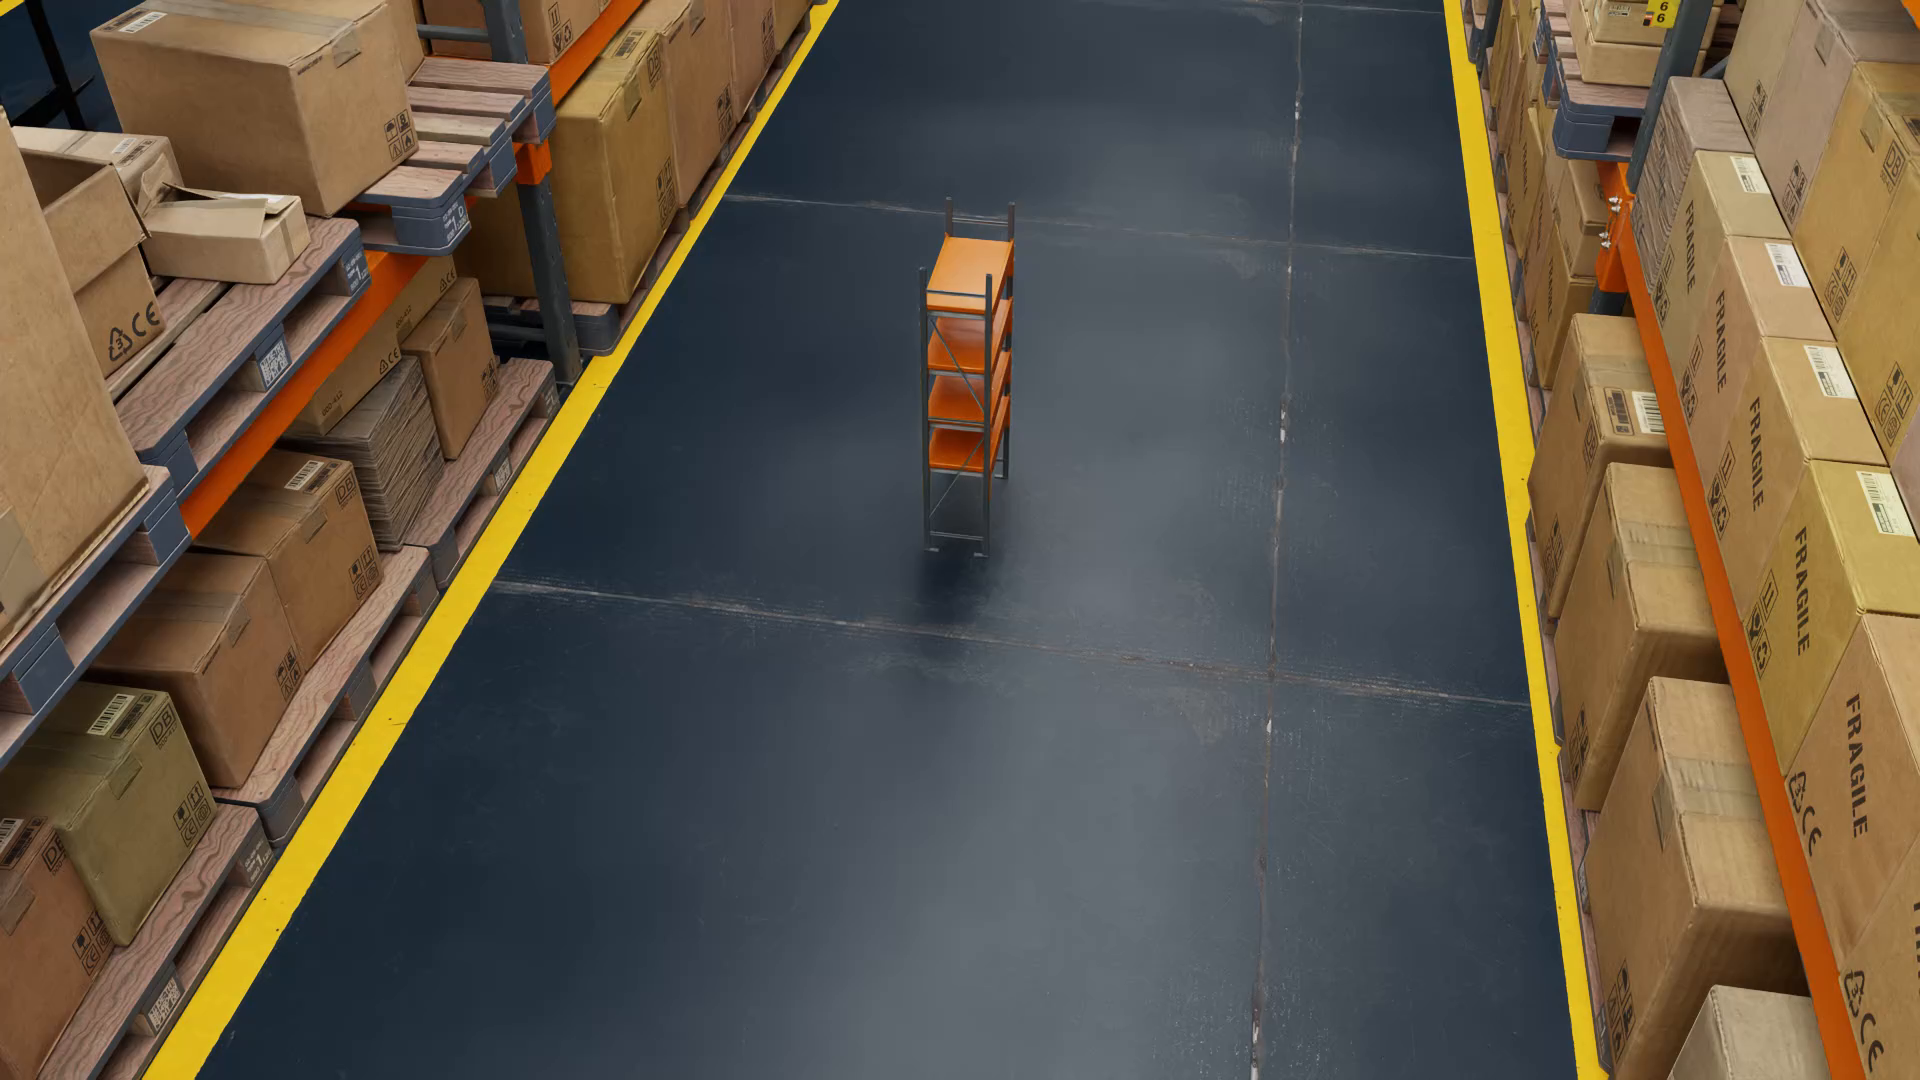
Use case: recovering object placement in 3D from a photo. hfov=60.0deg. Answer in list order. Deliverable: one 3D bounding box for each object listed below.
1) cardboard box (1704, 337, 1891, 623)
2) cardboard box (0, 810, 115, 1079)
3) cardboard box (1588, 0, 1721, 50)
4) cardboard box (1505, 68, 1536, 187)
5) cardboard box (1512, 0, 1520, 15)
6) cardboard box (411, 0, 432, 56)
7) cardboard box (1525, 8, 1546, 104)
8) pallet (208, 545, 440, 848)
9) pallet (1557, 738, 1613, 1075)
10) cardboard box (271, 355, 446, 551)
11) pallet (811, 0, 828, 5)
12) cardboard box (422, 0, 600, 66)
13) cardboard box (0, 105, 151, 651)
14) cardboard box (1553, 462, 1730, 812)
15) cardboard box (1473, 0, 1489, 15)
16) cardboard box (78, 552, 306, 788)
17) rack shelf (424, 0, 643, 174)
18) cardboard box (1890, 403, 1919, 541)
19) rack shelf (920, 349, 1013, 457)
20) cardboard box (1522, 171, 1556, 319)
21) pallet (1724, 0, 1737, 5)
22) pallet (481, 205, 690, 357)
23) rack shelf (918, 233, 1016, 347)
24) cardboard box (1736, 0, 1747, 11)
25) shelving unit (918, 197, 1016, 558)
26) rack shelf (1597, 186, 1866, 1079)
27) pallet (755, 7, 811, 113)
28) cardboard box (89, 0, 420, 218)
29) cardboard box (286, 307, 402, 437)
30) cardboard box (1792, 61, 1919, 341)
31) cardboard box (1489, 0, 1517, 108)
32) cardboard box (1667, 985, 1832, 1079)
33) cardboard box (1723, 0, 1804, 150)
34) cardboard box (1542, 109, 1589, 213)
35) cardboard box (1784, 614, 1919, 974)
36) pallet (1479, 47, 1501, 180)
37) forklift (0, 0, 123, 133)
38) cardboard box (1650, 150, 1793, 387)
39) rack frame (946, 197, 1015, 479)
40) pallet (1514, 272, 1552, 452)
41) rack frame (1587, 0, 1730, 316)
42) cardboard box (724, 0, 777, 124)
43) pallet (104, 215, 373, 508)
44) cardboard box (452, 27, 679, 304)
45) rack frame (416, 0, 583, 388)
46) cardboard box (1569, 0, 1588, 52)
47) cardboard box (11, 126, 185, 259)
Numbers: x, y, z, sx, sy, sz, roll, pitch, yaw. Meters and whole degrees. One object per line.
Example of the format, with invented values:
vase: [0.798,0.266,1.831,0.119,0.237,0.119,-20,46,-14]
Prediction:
cardboard box: [2.146,-0.121,3.964,0.500,0.500,0.500,6,40,7]
cardboard box: [-2.681,1.028,4.269,0.700,0.500,0.500,4,40,4]
cardboard box: [2.388,-1.823,5.735,0.380,0.149,0.250,7,40,9]
cardboard box: [2.887,-1.895,7.820,0.500,0.500,0.500,7,40,8]
cardboard box: [3.055,-2.846,8.382,0.500,0.250,0.500,5,40,6]
cardboard box: [-2.275,-2.269,6.562,0.500,0.500,0.500,8,40,9]
cardboard box: [2.873,-2.192,7.591,0.500,0.250,0.500,8,40,9]
pallet: [-2.466,0.435,5.558,1.003,0.211,1.213,6,40,8]
pallet: [2.327,1.042,4.824,1.003,0.211,1.213,6,40,8]
cardboard box: [-2.296,-0.327,5.908,0.700,0.500,0.500,3,40,4]
pallet: [-1.215,-3.797,10.677,1.003,0.211,1.213,6,40,8]
cardboard box: [-1.764,-2.207,6.487,0.500,0.500,0.500,8,40,9]
cardboard box: [-2.533,-0.259,3.409,1.000,1.000,1.000,7,40,8]
cardboard box: [2.409,0.344,4.916,1.050,0.750,0.750,7,40,8]
cardboard box: [3.176,-3.140,9.602,0.380,0.149,0.250,7,40,8]
cardboard box: [-2.484,0.380,5.053,0.700,0.500,0.500,3,40,4]
rack shelf: [-1.770,-2.871,7.933,1.077,0.370,4.000,6,40,8]
cardboard box: [2.314,-0.149,3.213,0.700,0.500,0.500,7,40,8]
rack shelf: [0.029,-0.514,6.036,0.258,0.148,0.480,6,40,8]
cardboard box: [2.701,-1.249,7.038,0.500,0.500,0.500,8,40,9]
pallet: [3.054,-2.456,7.017,1.003,0.211,1.213,6,40,8]
pallet: [-1.906,-1.305,7.663,1.003,0.211,1.213,6,40,8]
rack shelf: [0.029,-0.869,5.743,0.258,0.148,0.480,6,40,8]
cardboard box: [3.166,-2.114,6.320,0.380,0.149,0.250,8,40,10]
shelving unit: [0.029,-0.566,5.993,0.258,1.200,0.503,6,40,8]
rack shelf: [2.405,0.250,4.159,1.077,0.370,4.000,6,40,8]
pallet: [-1.483,-2.836,9.515,1.003,0.211,1.213,6,40,8]
cardboard box: [-2.168,-1.389,5.168,0.700,0.500,0.500,12,41,14]
cardboard box: [-2.284,-0.631,5.687,0.500,0.250,0.500,11,41,13]
cardboard box: [2.491,-0.786,3.984,0.700,0.500,0.500,6,40,7]
cardboard box: [3.054,-2.557,8.621,0.500,0.500,0.500,8,40,9]
cardboard box: [2.078,1.533,3.478,1.050,0.750,0.750,6,40,7]
cardboard box: [2.664,-1.426,4.758,0.700,0.500,0.500,6,40,7]
cardboard box: [2.688,-1.547,6.810,0.500,0.250,0.500,7,40,8]
cardboard box: [1.974,0.515,3.195,0.500,0.500,0.500,6,40,7]
pallet: [3.310,-2.230,8.781,1.003,0.211,1.213,6,40,8]
forklift: [-4.594,-2.479,6.948,1.130,2.935,3.031,5,40,6]
cardboard box: [2.323,-0.750,4.725,0.500,0.500,0.500,6,40,7]
rack frame: [0.071,-0.719,6.179,0.240,1.200,0.015,6,40,8]
pallet: [2.888,-0.698,6.929,1.003,0.211,1.213,6,40,8]
rack frame: [2.751,-1.283,5.448,1.000,3.000,0.127,6,40,8]
cardboard box: [-1.669,-2.782,8.598,1.225,0.875,0.875,5,40,6]
pallet: [-2.419,-0.572,4.739,1.003,0.211,1.213,6,40,8]
cardboard box: [-1.976,-1.667,7.250,1.225,0.875,0.875,5,40,6]
rack frame: [-2.116,-1.893,6.186,1.000,3.000,0.127,6,40,8]
cardboard box: [2.429,-1.864,6.018,0.380,0.149,0.250,6,40,8]
cardboard box: [-2.633,-0.971,4.858,0.500,0.250,0.500,5,40,6]
